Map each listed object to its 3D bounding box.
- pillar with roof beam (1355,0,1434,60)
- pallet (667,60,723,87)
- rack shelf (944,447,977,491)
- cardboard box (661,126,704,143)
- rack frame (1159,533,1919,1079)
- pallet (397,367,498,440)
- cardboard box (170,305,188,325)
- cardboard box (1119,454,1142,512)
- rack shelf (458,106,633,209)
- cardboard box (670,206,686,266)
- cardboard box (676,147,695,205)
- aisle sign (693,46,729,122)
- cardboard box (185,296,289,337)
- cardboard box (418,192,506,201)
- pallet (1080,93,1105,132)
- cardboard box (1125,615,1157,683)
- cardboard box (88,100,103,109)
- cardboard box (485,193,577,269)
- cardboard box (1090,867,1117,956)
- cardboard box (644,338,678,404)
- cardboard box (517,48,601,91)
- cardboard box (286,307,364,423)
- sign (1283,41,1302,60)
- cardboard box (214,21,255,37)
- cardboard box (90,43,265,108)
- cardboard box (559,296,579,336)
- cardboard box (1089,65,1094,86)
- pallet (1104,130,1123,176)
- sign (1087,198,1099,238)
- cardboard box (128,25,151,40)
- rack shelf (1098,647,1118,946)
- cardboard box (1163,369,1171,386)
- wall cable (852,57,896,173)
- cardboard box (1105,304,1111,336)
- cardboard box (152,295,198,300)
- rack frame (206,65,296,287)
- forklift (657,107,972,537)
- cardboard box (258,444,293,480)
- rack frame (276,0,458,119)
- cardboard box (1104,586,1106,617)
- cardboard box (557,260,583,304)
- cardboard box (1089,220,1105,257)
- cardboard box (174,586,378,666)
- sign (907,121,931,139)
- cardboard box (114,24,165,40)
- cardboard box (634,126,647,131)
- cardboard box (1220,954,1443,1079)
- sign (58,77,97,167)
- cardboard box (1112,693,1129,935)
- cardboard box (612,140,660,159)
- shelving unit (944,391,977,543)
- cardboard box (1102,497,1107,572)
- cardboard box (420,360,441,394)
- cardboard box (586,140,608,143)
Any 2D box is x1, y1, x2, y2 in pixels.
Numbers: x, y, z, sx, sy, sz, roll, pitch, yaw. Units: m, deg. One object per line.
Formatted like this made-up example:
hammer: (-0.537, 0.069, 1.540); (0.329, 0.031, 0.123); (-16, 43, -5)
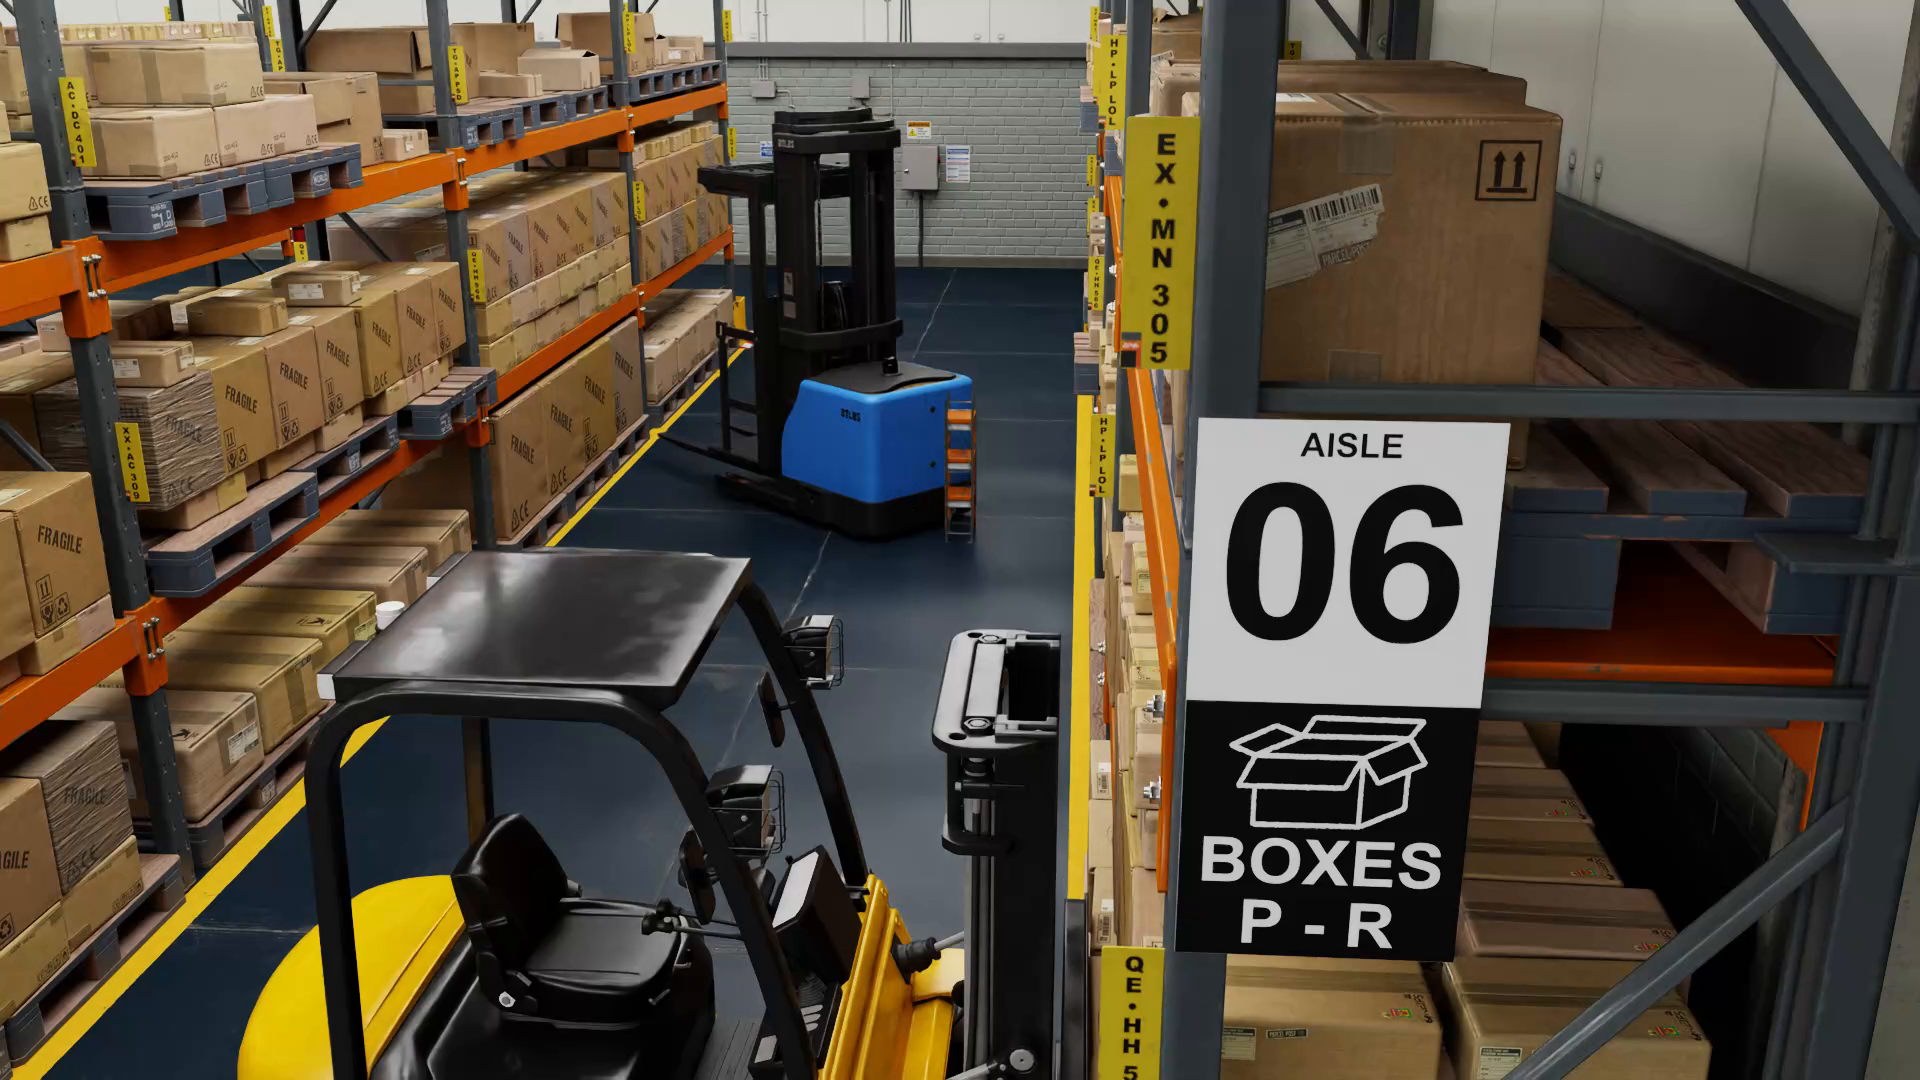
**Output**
pillar with roof beam: (-2.112, -3.564, 8.347); (9.100, 9.000, 0.400); (1, 18, 4)
pallet: (-3.044, -4.789, 17.045); (1.003, 0.211, 1.213); (1, 18, 4)
rack shelf: (0.004, -0.505, 11.814); (0.215, 0.259, 0.240); (1, 18, 4)
cardboard box: (-2.816, -4.112, 16.848); (0.380, 0.149, 0.250); (2, 18, 5)
rack frame: (0.802, 1.443, 2.702); (1.000, 3.000, 0.127); (1, 18, 4)
pallet: (-3.520, -0.836, 9.967); (1.213, 0.211, 1.003); (1, 18, 4)
cardboard box: (-3.944, -0.923, 8.610); (0.500, 0.500, 0.500); (1, 18, 2)
cardboard box: (0.770, -0.204, 6.049); (0.380, 0.149, 0.250); (2, 18, 5)
rack shelf: (-3.432, -2.856, 12.160); (1.077, 0.370, 4.000); (1, 18, 4)
cardboard box: (-2.911, -2.892, 15.770); (0.500, 0.500, 0.500); (1, 18, 4)
cardboard box: (-2.884, -3.531, 16.115); (0.500, 0.500, 0.500); (1, 18, 4)
aisle sign: (-2.687, -4.887, 17.845); (0.394, 0.787, 0.004); (1, 18, 4)
cardboard box: (-3.500, -1.084, 8.058); (0.380, 0.149, 0.250); (2, 18, 7)
cardboard box: (-3.685, -2.311, 12.392); (0.500, 0.500, 0.500); (1, 18, 3)
pallet: (1.475, -3.097, 12.042); (1.213, 0.211, 1.003); (1, 18, 4)
cardboard box: (0.684, 0.335, 4.881); (0.380, 0.149, 0.250); (1, 18, 2)
cardboard box: (-3.923, -1.804, 7.362); (0.500, 0.250, 0.500); (2, 18, 5)
cardboard box: (-3.178, -2.293, 12.337); (0.500, 0.500, 0.500); (2, 18, 5)
cardboard box: (0.671, 1.289, 5.307); (0.500, 0.250, 0.500); (2, 18, 6)
cardboard box: (-3.136, -1.568, 15.332); (0.875, 0.438, 0.875); (1, 18, 3)
cardboard box: (-3.142, -3.698, 13.043); (0.500, 0.311, 0.500); (1, 18, 4)
cardboard box: (-3.432, -0.905, 8.556); (0.500, 0.500, 0.500); (1, 18, 2)
sign: (1.929, -2.736, 9.679); (0.100, 0.325, 0.005); (1, 18, 4)
cardboard box: (-7.677, -5.386, 17.525); (0.380, 0.149, 0.250); (1, 18, 3)
cardboard box: (-3.395, -2.028, 7.241); (0.500, 0.250, 0.500); (1, 18, 3)
cardboard box: (-3.195, -1.702, 12.542); (0.500, 0.250, 0.500); (1, 18, 4)
cardboard box: (1.168, -3.516, 12.588); (0.380, 0.149, 0.250); (2, 18, 5)
pallet: (1.416, -2.165, 9.198); (1.213, 0.211, 1.003); (2, 18, 6)
sign: (1.121, -2.705, 13.971); (0.100, 0.325, 0.005); (1, 18, 4)
cardboard box: (-7.828, -4.746, 15.570); (0.380, 0.149, 0.250); (2, 18, 7)
rack shelf: (0.946, 1.164, 4.710); (1.077, 0.370, 4.000); (1, 18, 4)
cardboard box: (0.559, -0.374, 2.999); (0.380, 0.149, 0.250); (1, 18, 2)
wall cable: (-1.205, -5.843, 23.305); (0.588, 1.984, 0.122); (1, 18, 4)
cardboard box: (1.059, -1.305, 9.886); (0.380, 0.149, 0.250); (2, 18, 6)
cardboard box: (-8.368, -2.524, 17.757); (0.380, 0.149, 0.250); (1, 18, 4)
rack frame: (-7.946, -3.715, 18.444); (1.000, 3.000, 0.127); (1, 18, 4)
forklift: (-1.264, -1.795, 12.695); (1.130, 2.935, 3.031); (-16, 24, -40)
cardboard box: (-3.476, -0.400, 8.055); (0.380, 0.149, 0.250); (2, 18, 5)
rack frame: (-3.575, -4.002, 9.685); (1.000, 3.000, 0.127); (1, 18, 4)
cardboard box: (1.318, 0.081, 9.999); (0.875, 0.625, 0.625); (2, 18, 6)
cardboard box: (-3.157, -1.942, 12.470); (0.500, 0.250, 0.500); (2, 18, 5)
cardboard box: (1.368, -2.225, 13.061); (0.700, 0.500, 0.500); (1, 18, 5)
cardboard box: (-3.731, 0.538, 9.010); (0.950, 0.372, 0.625); (2, 18, 6)
sign: (-0.576, -5.754, 23.339); (0.339, 0.242, 0.001); (1, 18, 4)
cardboard box: (-7.823, -4.828, 15.819); (0.380, 0.149, 0.250); (1, 18, 2)
cardboard box: (-3.385, -4.120, 16.870); (0.380, 0.149, 0.250); (1, 18, 2)
cardboard box: (0.618, 0.830, 2.893); (0.380, 0.149, 0.250); (1, 18, 4)
sign: (-3.320, -1.570, 6.251); (0.100, 0.325, 0.005); (1, 18, 4)
cardboard box: (0.684, 0.760, 4.625); (0.500, 0.500, 0.500); (1, 18, 4)
cardboard box: (-2.949, -3.553, 15.141); (0.380, 0.149, 0.250); (1, 18, 4)
shelving unit: (0.004, -0.516, 11.810); (0.215, 1.050, 0.252); (1, 18, 4)
cardboard box: (0.895, -0.047, 7.489); (0.500, 0.250, 0.500); (1, 18, 4)
cardboard box: (-3.284, -0.960, 9.766); (0.380, 0.149, 0.250); (1, 18, 3)
cardboard box: (-3.429, -3.563, 15.172); (0.380, 0.149, 0.250); (1, 18, 3)
